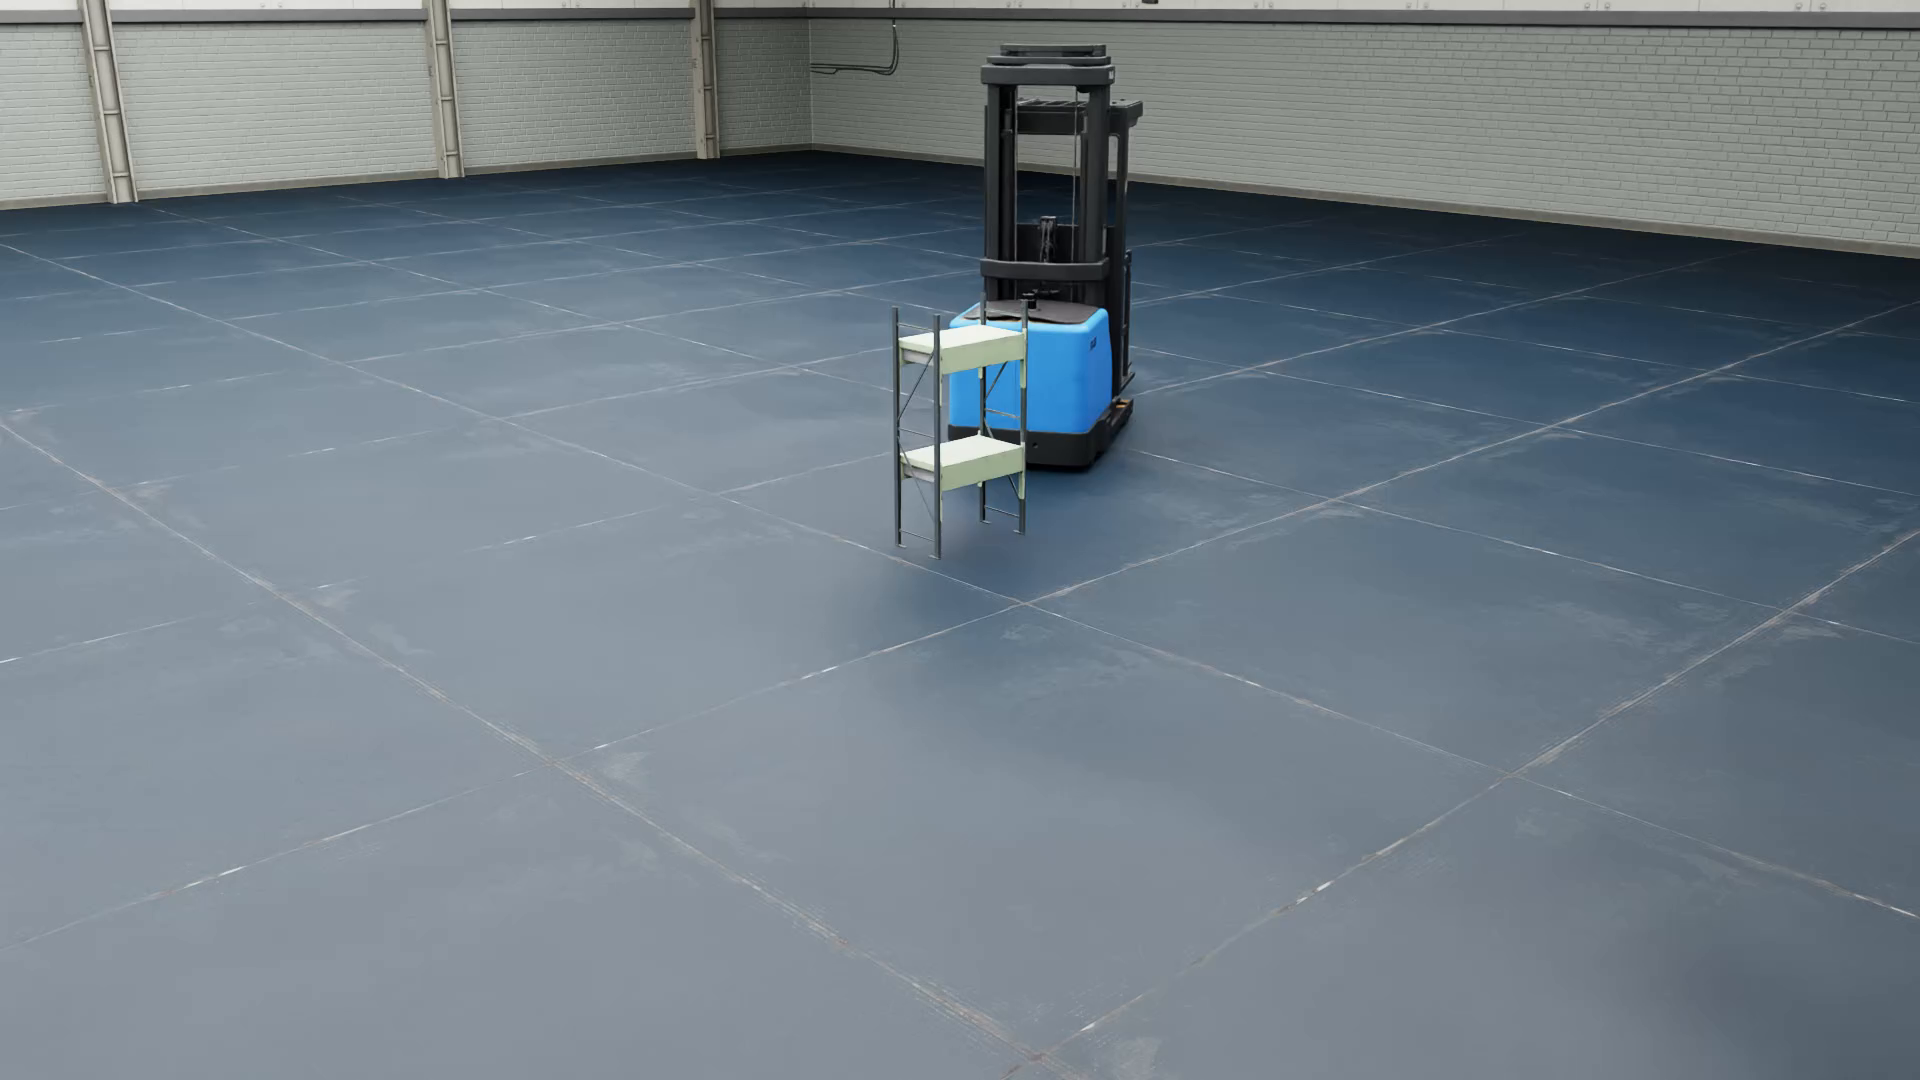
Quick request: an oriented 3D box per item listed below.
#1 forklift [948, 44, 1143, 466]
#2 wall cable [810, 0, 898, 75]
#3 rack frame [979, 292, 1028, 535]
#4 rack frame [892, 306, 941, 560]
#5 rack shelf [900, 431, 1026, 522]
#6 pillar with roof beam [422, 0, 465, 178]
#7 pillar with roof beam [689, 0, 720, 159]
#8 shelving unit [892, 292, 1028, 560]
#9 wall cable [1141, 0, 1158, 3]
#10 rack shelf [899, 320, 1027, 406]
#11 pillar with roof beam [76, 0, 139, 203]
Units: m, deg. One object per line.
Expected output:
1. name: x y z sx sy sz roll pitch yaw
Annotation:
1. forklift: 0.784 -2.337 12.940 1.130 2.935 3.031 5 19 14
2. wall cable: -2.396 -11.400 36.090 0.112 2.526 3.097 -16 24 -41
3. rack frame: 0.271 -0.792 10.497 0.023 1.500 0.400 -16 24 -41
4. rack frame: -0.261 -0.637 10.019 0.023 1.500 0.400 -16 24 -41
5. rack shelf: 0.005 -0.405 10.358 0.720 0.370 0.431 -16 24 -41
6. pillar with roof beam: -6.847 -10.313 27.703 0.400 9.000 9.100 -16 24 -41
7. pillar with roof beam: -2.487 -11.585 31.624 0.400 9.000 9.100 -16 24 -41
8. shelving unit: 0.005 -0.715 10.258 0.755 1.500 0.431 -16 24 -41
9. wall cable: 4.115 -12.364 28.515 0.169 6.003 2.305 -16 24 -41
10. rack shelf: 0.005 -1.086 10.137 0.720 0.370 0.431 -16 24 -41
11. pillar with roof beam: -11.206 -9.042 23.782 0.400 9.000 9.100 -16 24 -41
